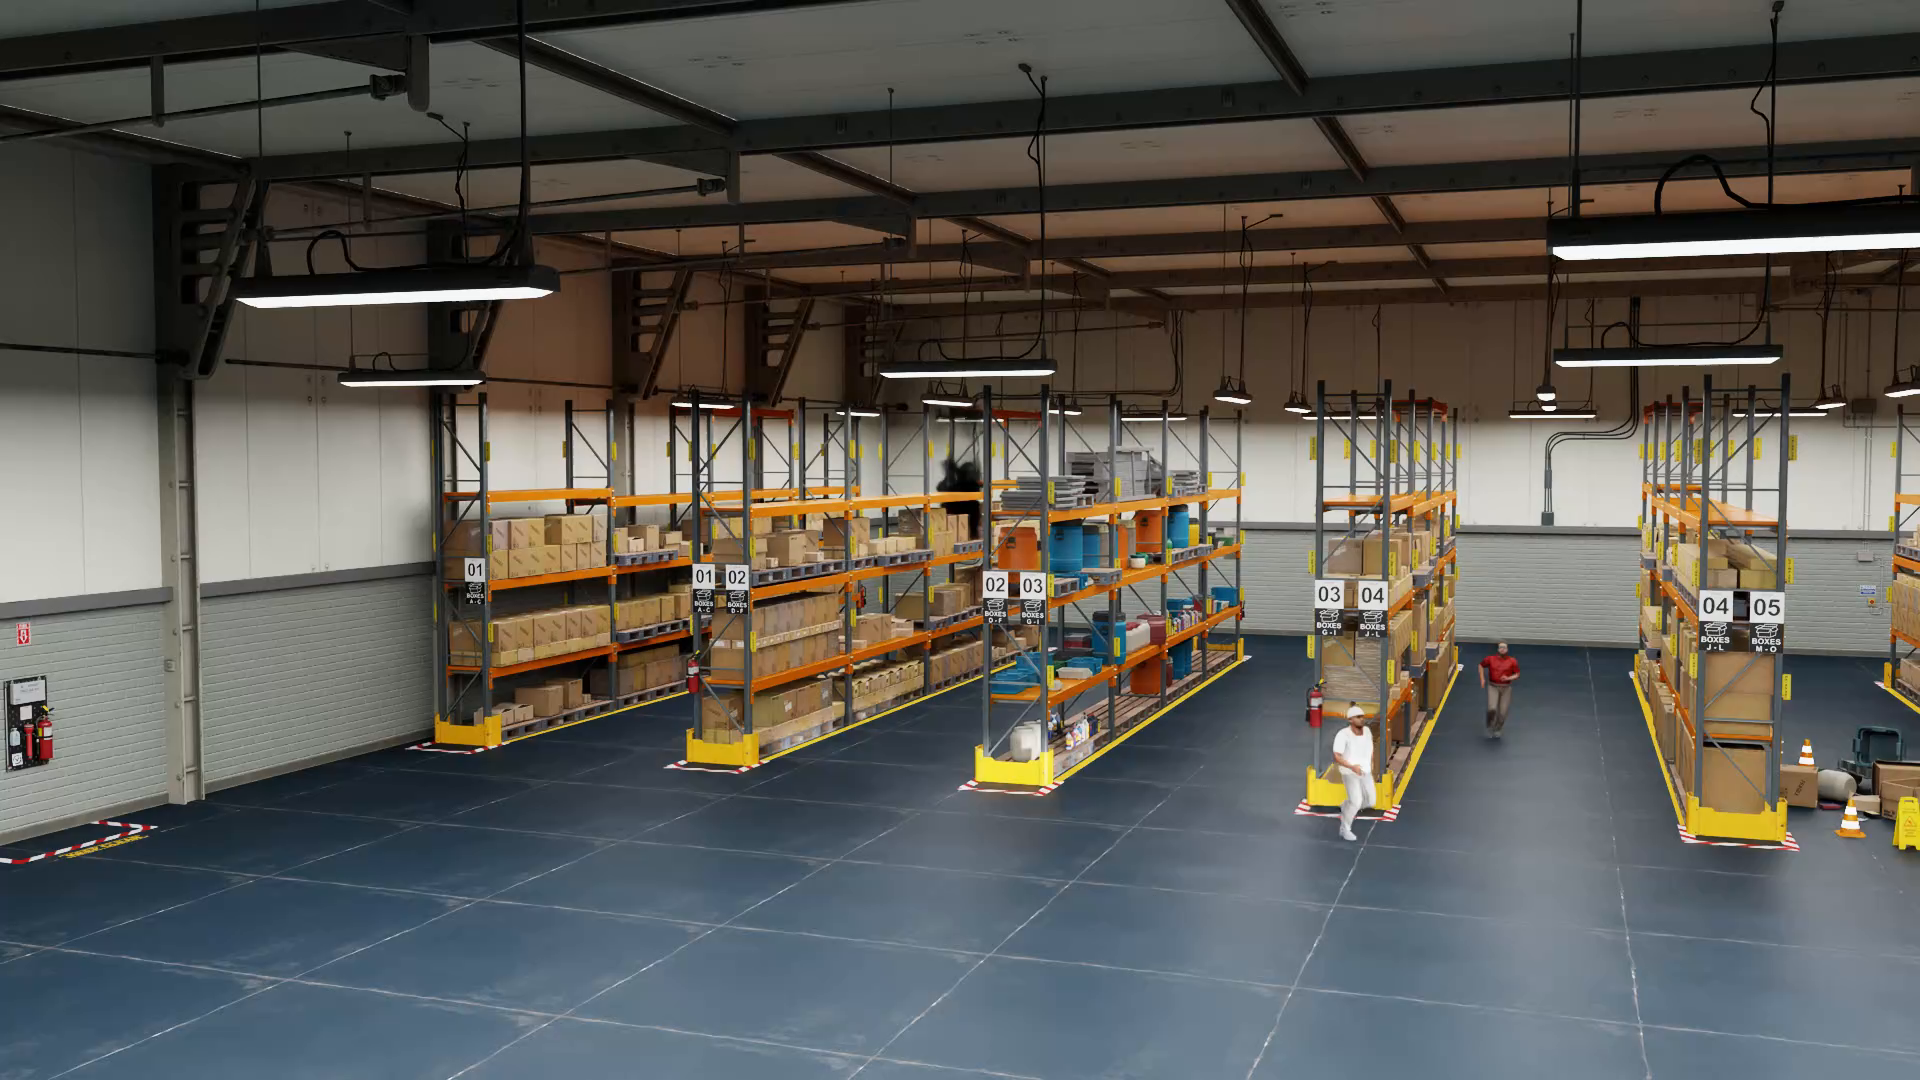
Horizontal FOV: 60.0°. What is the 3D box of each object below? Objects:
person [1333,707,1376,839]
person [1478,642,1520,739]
[{"bbox_3d":[5.143,2.972,21.459,0.740,1.656,0.600,-2,3,-28],"label":"person"},{"bbox_3d":[9.384,2.620,28.904,0.670,1.693,0.612,1,3,10],"label":"person"}]
